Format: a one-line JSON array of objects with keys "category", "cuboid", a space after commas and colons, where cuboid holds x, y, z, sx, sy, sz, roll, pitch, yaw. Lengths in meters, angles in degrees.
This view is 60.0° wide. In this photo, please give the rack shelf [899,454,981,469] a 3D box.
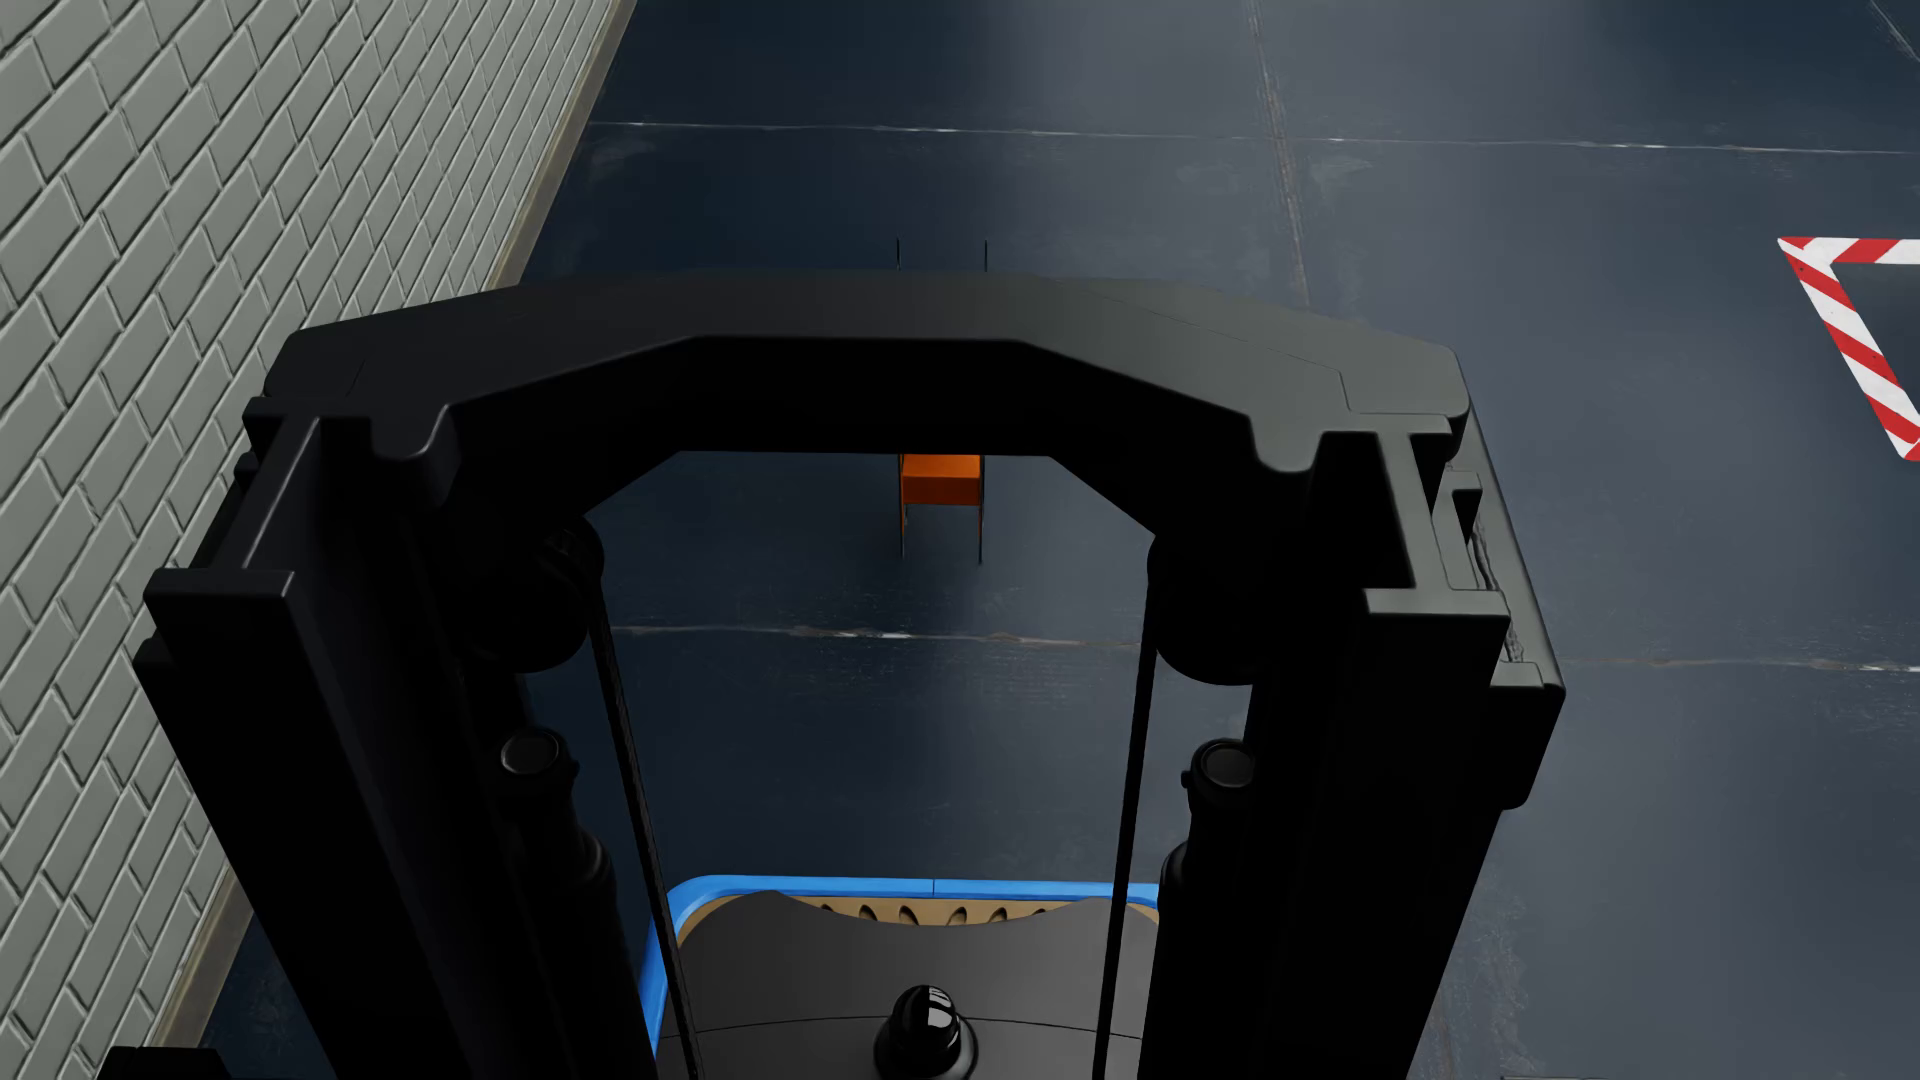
[{"category": "rack shelf", "cuboid": [-0.053, -0.378, 4.901, 0.240, 0.259, 0.215, 2, 43, 2]}]

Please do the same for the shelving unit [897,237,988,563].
[{"category": "shelving unit", "cuboid": [-0.053, -0.386, 4.894, 0.252, 1.050, 0.215, 2, 43, 2]}]

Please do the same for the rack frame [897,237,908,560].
[{"category": "rack frame", "cuboid": [-0.175, -0.390, 4.898, 0.008, 1.050, 0.200, 2, 43, 2]}]

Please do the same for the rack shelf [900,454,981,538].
[{"category": "rack shelf", "cuboid": [-0.053, -0.175, 5.091, 0.240, 0.259, 0.215, 2, 43, 2]}]

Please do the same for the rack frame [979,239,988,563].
[{"category": "rack frame", "cuboid": [0.068, -0.382, 4.890, 0.008, 1.050, 0.200, 2, 43, 2]}]
